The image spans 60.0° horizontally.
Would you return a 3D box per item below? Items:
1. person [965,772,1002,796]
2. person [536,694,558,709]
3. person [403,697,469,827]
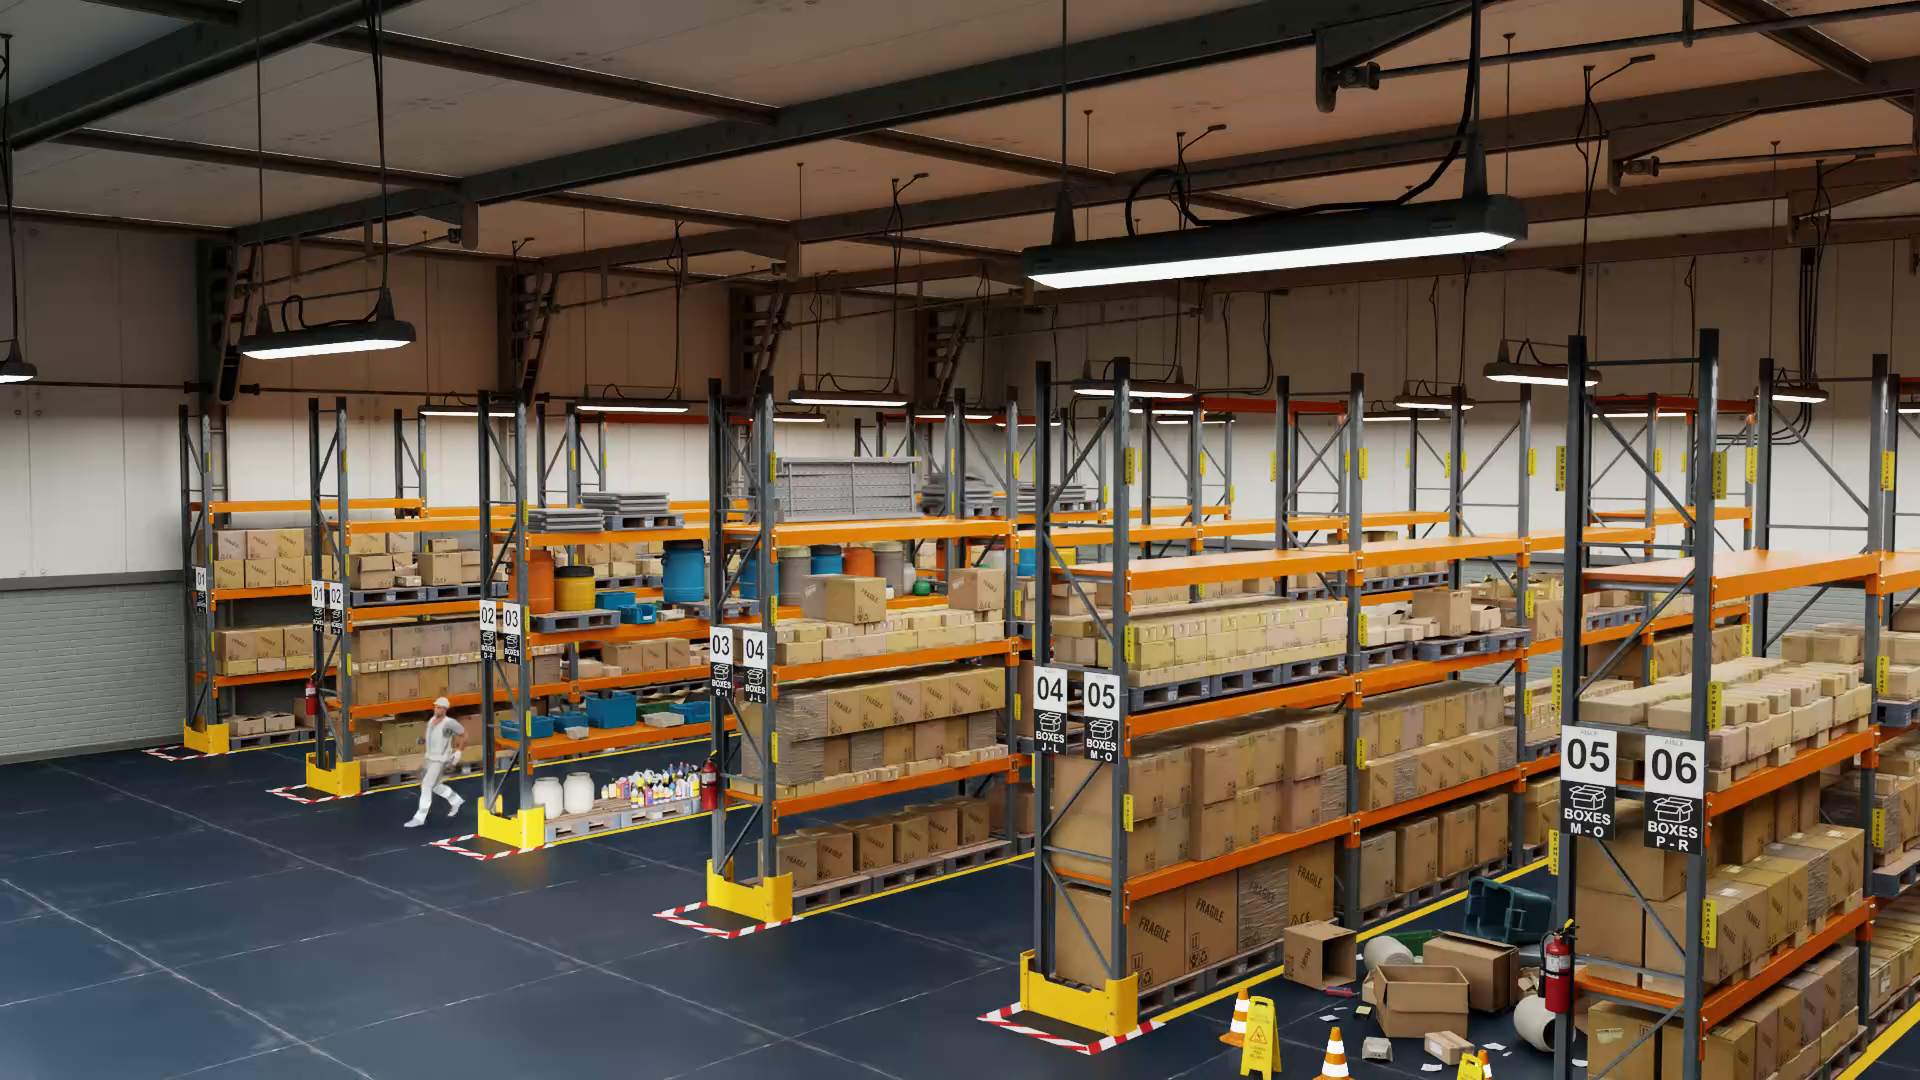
[{"bbox_3d":[0.316,2.979,24.882,0.616,1.807,0.893,2,4,34],"label":"person"},{"bbox_3d":[-7.466,2.736,30.294,0.597,1.753,0.757,2,4,40],"label":"person"},{"bbox_3d":[-7.251,3.048,23.030,0.696,1.746,0.979,3,4,42],"label":"person"}]
